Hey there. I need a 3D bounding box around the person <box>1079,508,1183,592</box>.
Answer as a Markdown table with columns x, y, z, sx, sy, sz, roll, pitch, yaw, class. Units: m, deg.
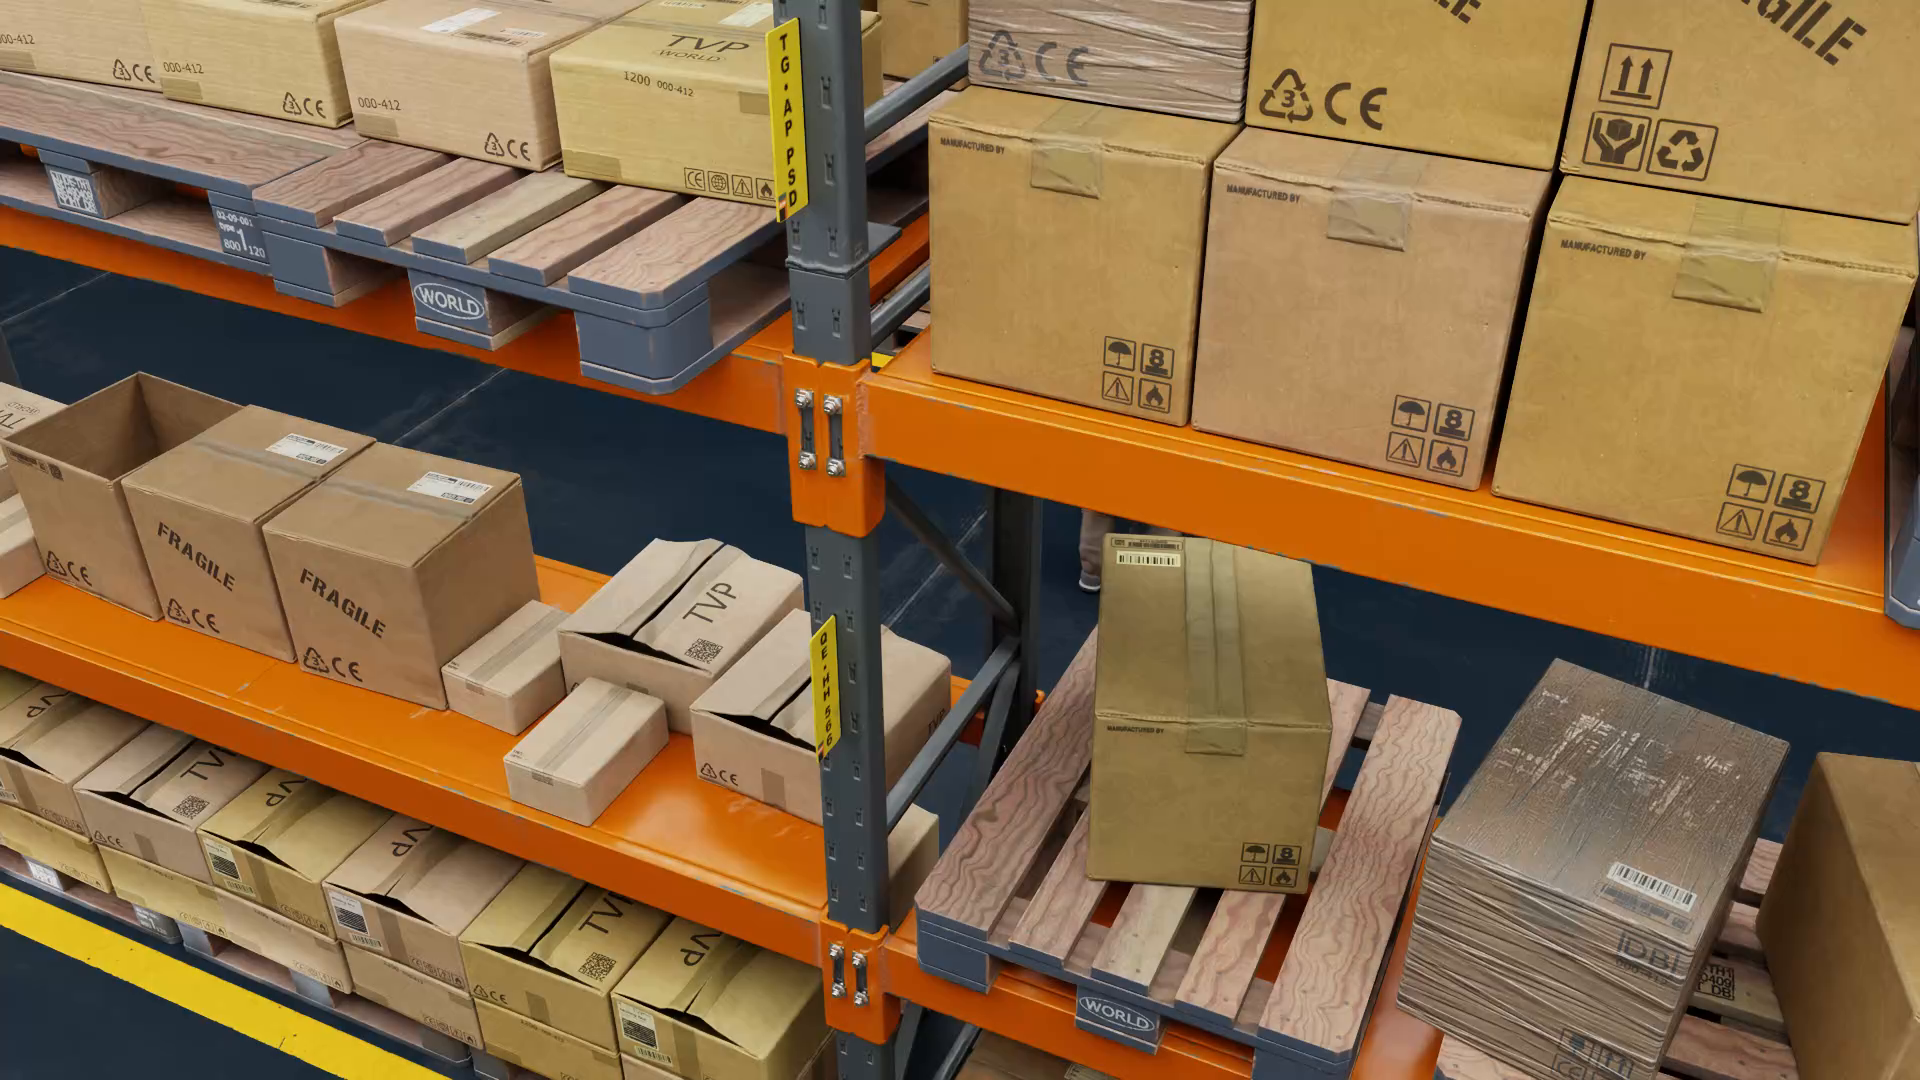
| x | y | z | sx | sy | sz | roll | pitch | yaw | class |
| --- | --- | --- | --- | --- | --- | --- | --- | --- | --- |
| 0.744 | -0.337 | 7.190 | 0.573 | 1.155 | 0.813 | 14 | 36 | 20 | person |
